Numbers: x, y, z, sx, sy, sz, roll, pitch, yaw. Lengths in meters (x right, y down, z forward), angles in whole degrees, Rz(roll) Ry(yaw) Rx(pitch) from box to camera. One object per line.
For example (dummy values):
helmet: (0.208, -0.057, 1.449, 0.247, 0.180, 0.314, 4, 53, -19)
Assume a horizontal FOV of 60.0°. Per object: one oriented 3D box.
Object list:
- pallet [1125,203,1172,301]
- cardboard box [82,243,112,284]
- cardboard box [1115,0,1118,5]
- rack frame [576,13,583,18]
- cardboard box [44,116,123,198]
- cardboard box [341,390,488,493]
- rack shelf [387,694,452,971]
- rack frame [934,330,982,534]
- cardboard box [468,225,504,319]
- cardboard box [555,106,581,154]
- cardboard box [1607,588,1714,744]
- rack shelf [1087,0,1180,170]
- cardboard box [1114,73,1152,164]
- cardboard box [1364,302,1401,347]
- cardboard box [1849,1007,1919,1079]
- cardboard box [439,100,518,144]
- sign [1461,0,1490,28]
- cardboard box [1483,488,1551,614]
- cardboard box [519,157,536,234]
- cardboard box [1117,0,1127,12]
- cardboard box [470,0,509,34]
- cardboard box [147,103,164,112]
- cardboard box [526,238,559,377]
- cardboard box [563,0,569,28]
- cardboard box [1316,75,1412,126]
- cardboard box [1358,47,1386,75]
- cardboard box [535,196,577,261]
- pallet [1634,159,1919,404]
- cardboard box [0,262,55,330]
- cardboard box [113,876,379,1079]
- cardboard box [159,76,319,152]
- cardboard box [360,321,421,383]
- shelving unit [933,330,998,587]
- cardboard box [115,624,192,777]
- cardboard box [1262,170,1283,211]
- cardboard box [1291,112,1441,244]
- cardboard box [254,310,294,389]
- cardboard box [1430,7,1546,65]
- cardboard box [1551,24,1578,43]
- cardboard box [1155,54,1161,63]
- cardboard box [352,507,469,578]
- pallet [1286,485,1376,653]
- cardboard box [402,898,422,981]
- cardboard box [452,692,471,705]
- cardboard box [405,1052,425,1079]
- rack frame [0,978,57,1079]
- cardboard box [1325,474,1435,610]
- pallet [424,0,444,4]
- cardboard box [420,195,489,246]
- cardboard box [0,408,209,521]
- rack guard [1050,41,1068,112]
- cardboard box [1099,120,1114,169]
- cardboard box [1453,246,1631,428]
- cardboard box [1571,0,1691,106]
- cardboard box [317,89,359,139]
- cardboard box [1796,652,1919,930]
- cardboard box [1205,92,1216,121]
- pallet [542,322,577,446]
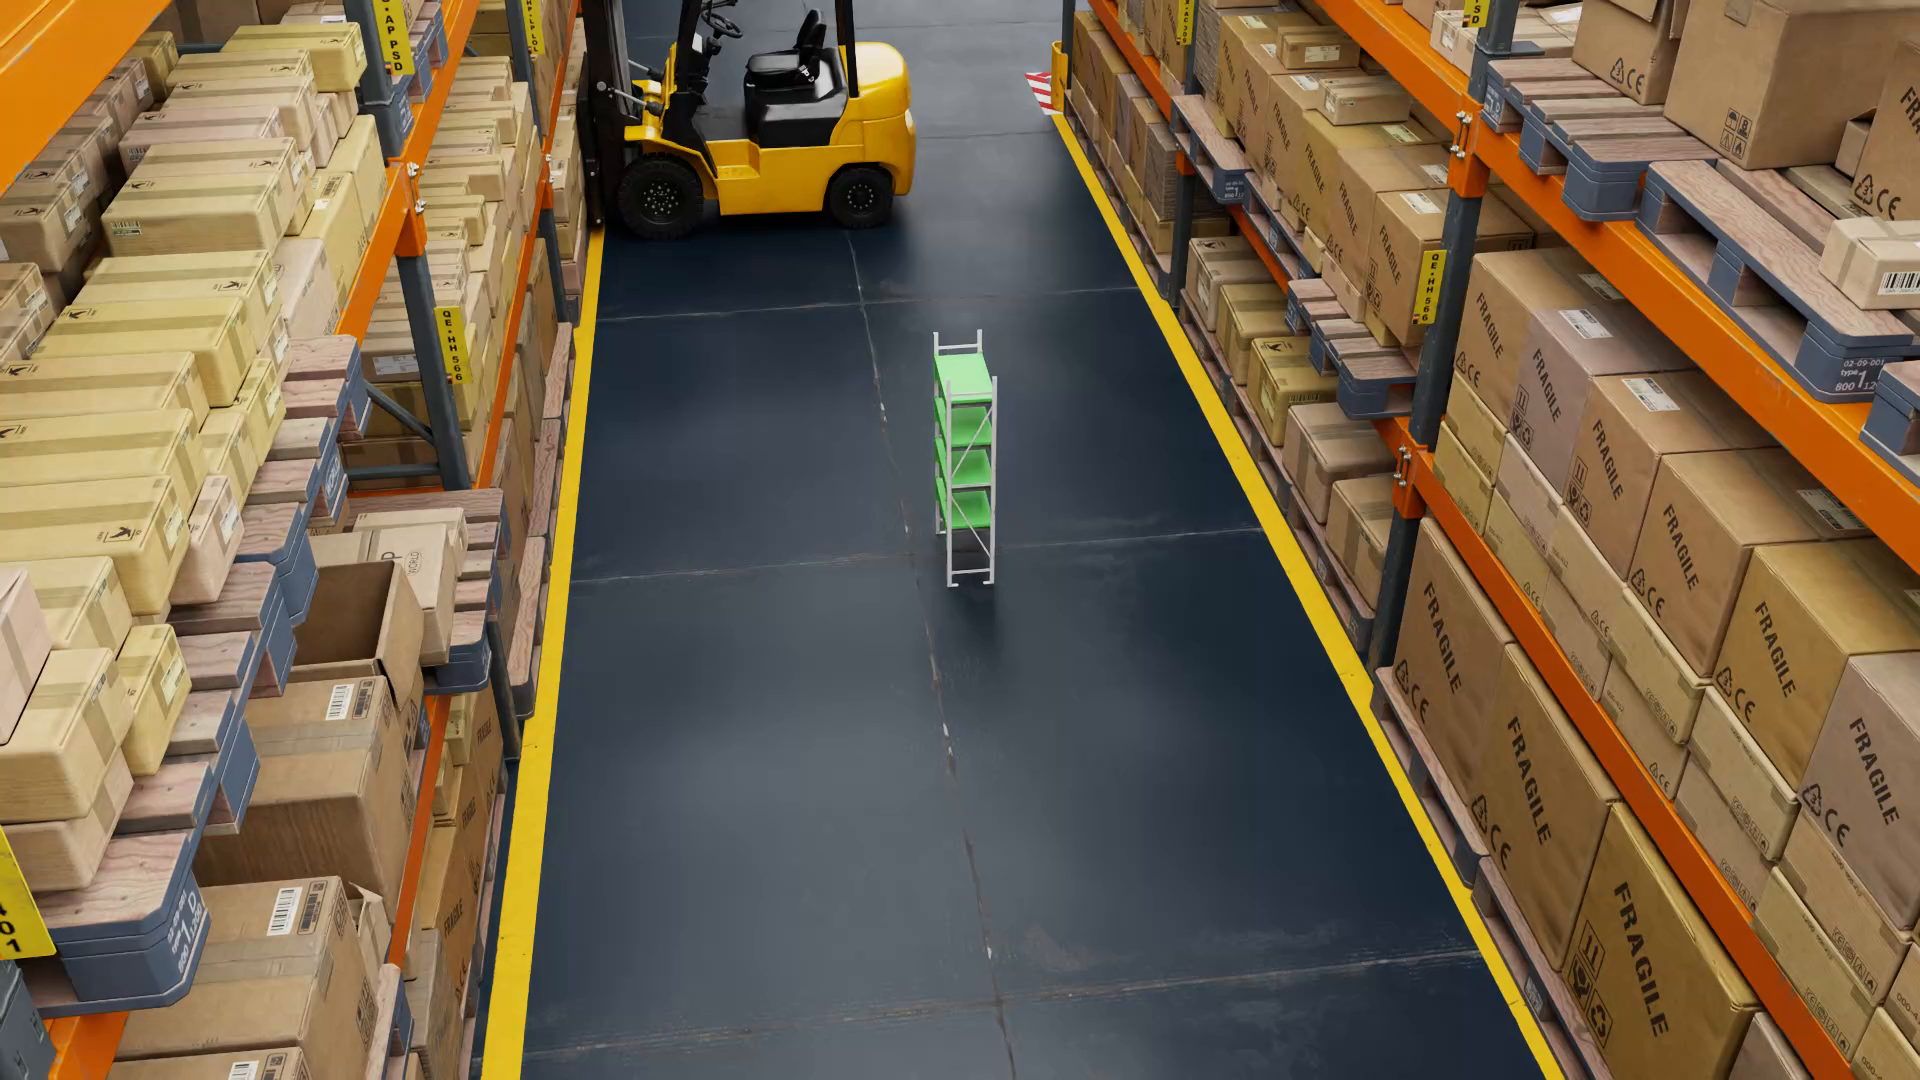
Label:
pallet: (1.785, -2.078, 11.741, 1.003, 0.211, 1.213, -4, 35, -6)
cardboard box: (-2.037, -0.691, 4.344, 0.380, 0.149, 0.250, -3, 34, -5)
cardboard box: (1.368, -4.058, 12.392, 0.380, 0.149, 0.250, -3, 34, -5)
rack frame: (-3.546, -4.712, 13.130, 1.000, 3.000, 0.127, -4, 35, -6)
cardboard box: (-2.571, -1.060, 4.622, 0.380, 0.149, 0.250, -3, 34, -5)
cardboard box: (-2.288, -0.452, 7.012, 0.500, 0.250, 0.500, -4, 35, -6)
rack shelf: (-2.201, 1.165, 5.144, 1.077, 0.370, 4.000, -4, 35, -6)
rack frame: (-0.011, -0.540, 8.605, 0.240, 1.200, 0.015, -4, 35, -6)
cardboard box: (-2.406, -1.232, 7.712, 0.500, 0.250, 0.500, -5, 35, -8)
cardboard box: (-2.899, -2.787, 11.486, 0.500, 0.250, 0.500, -3, 34, -5)
cardboard box: (2.450, 0.382, 5.343, 0.500, 0.250, 0.500, -4, 34, -6)
rack shelf: (1.641, -3.677, 12.250, 1.077, 0.370, 4.000, -4, 35, -6)
cardboard box: (1.425, -3.084, 12.143, 0.500, 0.500, 0.500, -3, 34, -4)
cardboard box: (2.063, -1.005, 7.540, 0.380, 0.149, 0.250, -4, 34, -6)
cardboard box: (2.676, 1.437, 4.240, 0.500, 0.250, 0.500, -5, 35, -8)
cardboard box: (-2.542, -2.196, 8.773, 0.380, 0.149, 0.250, -5, 35, -8)
sign: (1.910, -2.039, 6.085, 0.100, 0.325, 0.005, -4, 35, -6)
cardboard box: (2.351, 0.013, 6.329, 0.500, 0.250, 0.500, -5, 35, -8)
cardboard box: (-2.608, -1.877, 9.102, 0.500, 0.250, 0.500, -5, 35, -7)
cardboard box: (1.380, -4.113, 11.898, 0.500, 0.500, 0.500, -5, 35, -7)
cardboard box: (-2.757, -3.113, 9.854, 0.380, 0.149, 0.250, -4, 34, -5)
cardboard box: (-2.641, -1.228, 5.132, 0.380, 0.149, 0.250, -5, 35, -7)
cardboard box: (-2.927, -1.382, 9.979, 0.875, 0.625, 0.625, -3, 34, -4)
cardboard box: (-3.090, -3.923, 11.883, 0.500, 0.500, 0.500, -5, 35, -7)
cardboard box: (1.948, -2.124, 8.029, 0.380, 0.149, 0.250, -6, 35, -9)
cardboard box: (2.331, -2.391, 8.997, 0.500, 0.500, 0.500, -3, 34, -5)
cardboard box: (-2.767, -2.018, 10.800, 0.500, 0.250, 0.500, -5, 35, -7)
pallet: (2.740, -0.809, 4.906, 1.003, 0.211, 1.213, -3, 34, -4)
cardboard box: (-2.321, -0.506, 3.792, 0.380, 0.149, 0.250, -4, 34, -5)
cardboard box: (-1.845, 1.193, 4.003, 0.700, 0.500, 0.500, -4, 34, -6)
cardboard box: (-2.114, -1.245, 4.893, 0.380, 0.149, 0.250, -5, 35, -8)
cardboard box: (-2.221, -0.758, 6.662, 0.380, 0.149, 0.250, -3, 34, -5)
shelving unit: (0.022, -0.403, 8.405, 0.258, 1.200, 0.503, -4, 35, -6)
cardboard box: (-1.579, 0.289, 2.888, 0.380, 0.149, 0.250, -4, 34, -6)
cardboard box: (1.819, -1.866, 8.804, 0.380, 0.149, 0.250, -3, 34, -5)
cardboard box: (1.962, -1.766, 8.080, 0.500, 0.500, 0.500, -7, 35, -10)
cardboard box: (-1.810, -0.419, 3.928, 0.380, 0.149, 0.250, -4, 34, -5)
cardboard box: (2.156, -2.060, 6.797, 0.380, 0.149, 0.250, -4, 35, -6)
cardboard box: (2.574, -1.951, 6.637, 0.380, 0.149, 0.250, -4, 35, -6)
cardboard box: (1.547, -3.341, 11.341, 0.380, 0.149, 0.250, -5, 35, -7)
cardboard box: (-2.002, 0.020, 6.037, 0.380, 0.149, 0.250, -4, 34, -5)
pallet: (2.344, 0.090, 8.559, 1.003, 0.211, 1.213, -4, 35, -6)
cardboard box: (-2.002, 1.342, 5.517, 0.380, 0.149, 0.250, -6, 35, -9)
cardboard box: (-2.153, 0.600, 6.606, 0.380, 0.149, 0.250, -6, 35, -9)
cardboard box: (-1.918, 1.981, 5.155, 0.500, 0.500, 0.500, -5, 35, -8)
rack frame: (-1.932, 1.984, 3.304, 1.000, 3.000, 0.127, -4, 35, -6)
cardboard box: (2.382, -0.030, 8.220, 0.950, 0.372, 0.625, -7, 35, -10)
pallet: (-2.803, -2.406, 7.249, 1.003, 0.211, 1.213, -3, 34, -4)
cardboard box: (-2.405, -1.477, 7.718, 0.380, 0.149, 0.250, -4, 34, -5)
cardboard box: (-1.697, -0.119, 3.224, 0.380, 0.149, 0.250, -5, 35, -7)
rack guard: (1.382, -4.015, 14.327, 1.175, 0.500, 0.348, -4, 35, -6)
cardboard box: (1.354, -3.068, 12.785, 0.500, 0.250, 0.500, -2, 34, -3)
cardboard box: (2.272, -0.787, 6.393, 0.500, 0.500, 0.500, -5, 35, -8)
cardboard box: (2.648, -1.883, 5.850, 0.797, 0.503, 0.637, -6, 35, -9)
cardboard box: (-2.184, -1.411, 5.401, 0.380, 0.149, 0.250, -4, 34, -5)
cardboard box: (2.600, 0.633, 4.310, 0.500, 0.500, 0.500, -4, 34, -5)
cardboard box: (1.671, -2.596, 9.874, 0.380, 0.149, 0.250, -4, 34, -6)
pallet: (-2.870, -0.920, 10.041, 1.003, 0.211, 1.213, -4, 35, -6)
